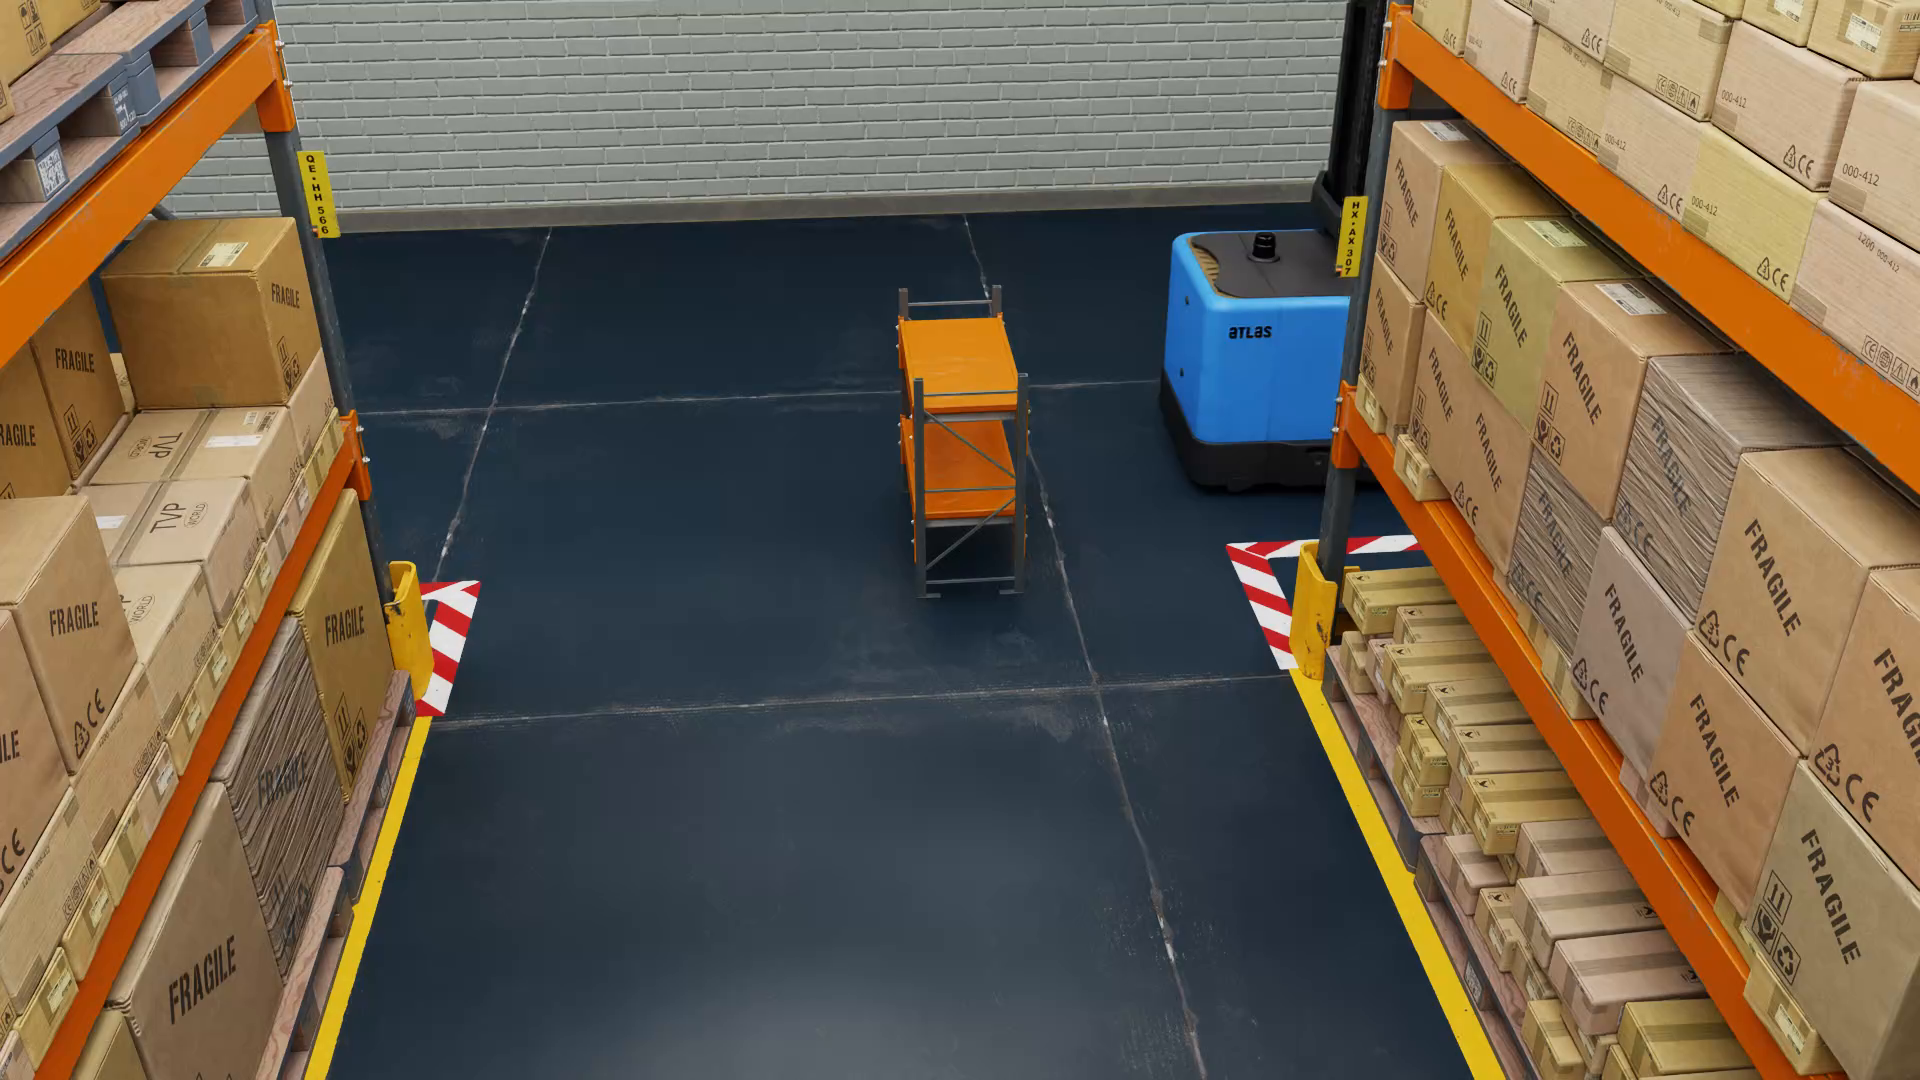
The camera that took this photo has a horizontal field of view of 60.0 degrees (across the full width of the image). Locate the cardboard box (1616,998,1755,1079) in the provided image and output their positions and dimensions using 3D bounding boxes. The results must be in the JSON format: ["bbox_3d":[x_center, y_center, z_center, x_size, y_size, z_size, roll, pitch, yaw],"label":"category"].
[{"bbox_3d":[2.102,1.441,4.702,0.380,0.149,0.250,-2,31,-3],"label":"cardboard box"}]

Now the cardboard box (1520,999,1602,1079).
[{"bbox_3d":[1.962,1.545,5.109,0.380,0.149,0.250,-3,31,-5],"label":"cardboard box"}]

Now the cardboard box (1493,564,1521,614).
[{"bbox_3d":[1.958,0.121,5.367,0.380,0.149,0.250,-3,31,-6],"label":"cardboard box"}]

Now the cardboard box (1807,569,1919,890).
[{"bbox_3d":[2.121,0.387,3.315,0.500,0.500,0.500,-4,31,-6],"label":"cardboard box"}]

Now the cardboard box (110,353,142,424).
[{"bbox_3d":[-3.111,-0.448,5.931,0.500,0.250,0.500,-4,31,-6],"label":"cardboard box"}]

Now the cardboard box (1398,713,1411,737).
[{"bbox_3d":[1.927,0.754,6.433,0.380,0.149,0.250,-2,31,-4],"label":"cardboard box"}]

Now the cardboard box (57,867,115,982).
[{"bbox_3d":[-2.286,0.938,4.000,0.380,0.149,0.250,-4,31,-6],"label":"cardboard box"}]

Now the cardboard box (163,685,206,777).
[{"bbox_3d":[-2.357,0.545,4.658,0.380,0.149,0.250,-4,31,-6],"label":"cardboard box"}]

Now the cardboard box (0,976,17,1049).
[{"bbox_3d":[-2.296,1.084,3.366,0.500,0.250,0.500,-3,31,-5],"label":"cardboard box"}]

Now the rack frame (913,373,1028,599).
[{"bbox_3d":[0.047,-0.227,7.533,0.500,1.125,0.032,-3,31,-5],"label":"rack frame"}]

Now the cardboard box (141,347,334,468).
[{"bbox_3d":[-2.577,-0.471,5.970,0.500,0.250,0.500,-3,31,-5],"label":"cardboard box"}]

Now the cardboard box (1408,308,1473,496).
[{"bbox_3d":[1.903,-0.485,5.749,0.500,0.500,0.500,-3,31,-4],"label":"cardboard box"}]

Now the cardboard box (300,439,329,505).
[{"bbox_3d":[-2.500,-0.236,5.965,0.380,0.149,0.250,-2,31,-4],"label":"cardboard box"}]

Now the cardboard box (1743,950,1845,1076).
[{"bbox_3d":[2.042,1.061,3.794,0.380,0.149,0.250,-4,31,-6],"label":"cardboard box"}]

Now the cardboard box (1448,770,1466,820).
[{"bbox_3d":[1.970,0.898,5.903,0.380,0.149,0.250,-4,31,-7],"label":"cardboard box"}]

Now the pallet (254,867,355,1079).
[{"bbox_3d":[-2.623,1.581,5.398,1.003,0.211,1.213,-3,31,-5],"label":"pallet"}]

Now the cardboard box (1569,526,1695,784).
[{"bbox_3d":[2.016,0.290,4.451,0.500,0.500,0.500,-3,31,-5],"label":"cardboard box"}]

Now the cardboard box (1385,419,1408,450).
[{"bbox_3d":[1.830,-0.412,6.259,0.380,0.149,0.250,-2,31,-3],"label":"cardboard box"}]

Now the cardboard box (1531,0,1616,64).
[{"bbox_3d":[1.928,-1.505,4.578,0.500,0.250,0.500,-2,31,-4],"label":"cardboard box"}]

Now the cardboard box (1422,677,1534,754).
[{"bbox_3d":[1.919,0.636,6.051,0.380,0.149,0.250,-4,31,-7],"label":"cardboard box"}]

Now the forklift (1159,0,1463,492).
[{"bbox_3d":[2.666,-1.801,8.408,3.031,2.935,1.130,-2,31,-4],"label":"forklift"}]

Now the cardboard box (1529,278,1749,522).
[{"bbox_3d":[1.970,-0.403,4.636,0.500,0.500,0.500,-4,31,-6],"label":"cardboard box"}]

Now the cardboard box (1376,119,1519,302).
[{"bbox_3d":[1.839,-1.187,5.949,0.500,0.500,0.500,-3,31,-5],"label":"cardboard box"}]

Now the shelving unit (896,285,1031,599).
[{"bbox_3d":[-0.001,-0.486,7.967,0.538,1.125,1.048,-3,31,-5],"label":"shelving unit"}]

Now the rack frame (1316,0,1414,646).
[{"bbox_3d":[2.061,-0.829,6.712,1.000,3.000,0.127,-3,31,-5],"label":"rack frame"}]

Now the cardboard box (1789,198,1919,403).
[{"bbox_3d":[2.085,-0.503,3.388,0.500,0.250,0.500,-3,31,-5],"label":"cardboard box"}]

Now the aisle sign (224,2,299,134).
[{"bbox_3d":[-2.595,-1.810,5.819,0.394,0.787,0.004,-3,31,-5],"label":"aisle sign"}]

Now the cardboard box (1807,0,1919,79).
[{"bbox_3d":[2.028,-1.074,3.468,0.380,0.149,0.250,-4,31,-7],"label":"cardboard box"}]

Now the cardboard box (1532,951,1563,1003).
[{"bbox_3d":[2.034,1.311,5.211,0.380,0.149,0.250,-4,31,-7],"label":"cardboard box"}]

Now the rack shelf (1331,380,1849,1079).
[{"bbox_3d":[2.248,0.501,5.187,1.077,0.370,4.000,-3,31,-5],"label":"rack shelf"}]

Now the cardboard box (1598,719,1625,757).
[{"bbox_3d":[2.052,0.519,4.701,0.380,0.149,0.250,-3,31,-5],"label":"cardboard box"}]

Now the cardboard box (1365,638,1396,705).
[{"bbox_3d":[1.824,0.510,6.552,0.380,0.149,0.250,-3,31,-5],"label":"cardboard box"}]

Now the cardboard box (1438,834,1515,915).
[{"bbox_3d":[1.897,1.147,5.775,0.380,0.149,0.250,-4,31,-7],"label":"cardboard box"}]

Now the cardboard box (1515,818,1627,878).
[{"bbox_3d":[2.033,1.038,5.377,0.380,0.149,0.250,-3,31,-4],"label":"cardboard box"}]

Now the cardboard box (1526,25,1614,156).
[{"bbox_3d":[1.954,-1.279,4.687,0.500,0.250,0.500,-4,31,-6],"label":"cardboard box"}]

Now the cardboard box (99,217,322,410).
[{"bbox_3d":[-2.580,-0.792,5.775,0.500,0.500,0.500,-2,31,-4],"label":"cardboard box"}]

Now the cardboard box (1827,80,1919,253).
[{"bbox_3d":[2.101,-0.714,3.254,0.500,0.250,0.500,-4,31,-7],"label":"cardboard box"}]

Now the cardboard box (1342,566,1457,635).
[{"bbox_3d":[1.772,0.243,6.708,0.380,0.149,0.250,-4,31,-7],"label":"cardboard box"}]

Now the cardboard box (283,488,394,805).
[{"bbox_3d":[-2.747,0.412,6.297,0.875,0.875,0.875,-3,31,-5],"label":"cardboard box"}]

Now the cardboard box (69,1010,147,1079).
[{"bbox_3d":[-2.495,1.791,3.989,0.875,0.875,0.875,-3,31,-5],"label":"cardboard box"}]

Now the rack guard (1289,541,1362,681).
[{"bbox_3d":[2.068,0.283,7.288,1.175,0.500,0.348,-3,31,-5],"label":"rack guard"}]

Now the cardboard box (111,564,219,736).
[{"bbox_3d":[-2.430,0.313,4.656,0.500,0.250,0.500,-3,31,-4],"label":"cardboard box"}]

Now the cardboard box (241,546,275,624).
[{"bbox_3d":[-2.429,0.153,5.314,0.380,0.149,0.250,-3,31,-6],"label":"cardboard box"}]

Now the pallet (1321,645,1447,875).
[{"bbox_3d":[2.109,0.824,6.665,1.003,0.211,1.213,-3,31,-5],"label":"pallet"}]

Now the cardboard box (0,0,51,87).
[{"bbox_3d":[-2.756,-1.379,4.103,0.700,0.500,0.500,-5,31,-8],"label":"cardboard box"}]
